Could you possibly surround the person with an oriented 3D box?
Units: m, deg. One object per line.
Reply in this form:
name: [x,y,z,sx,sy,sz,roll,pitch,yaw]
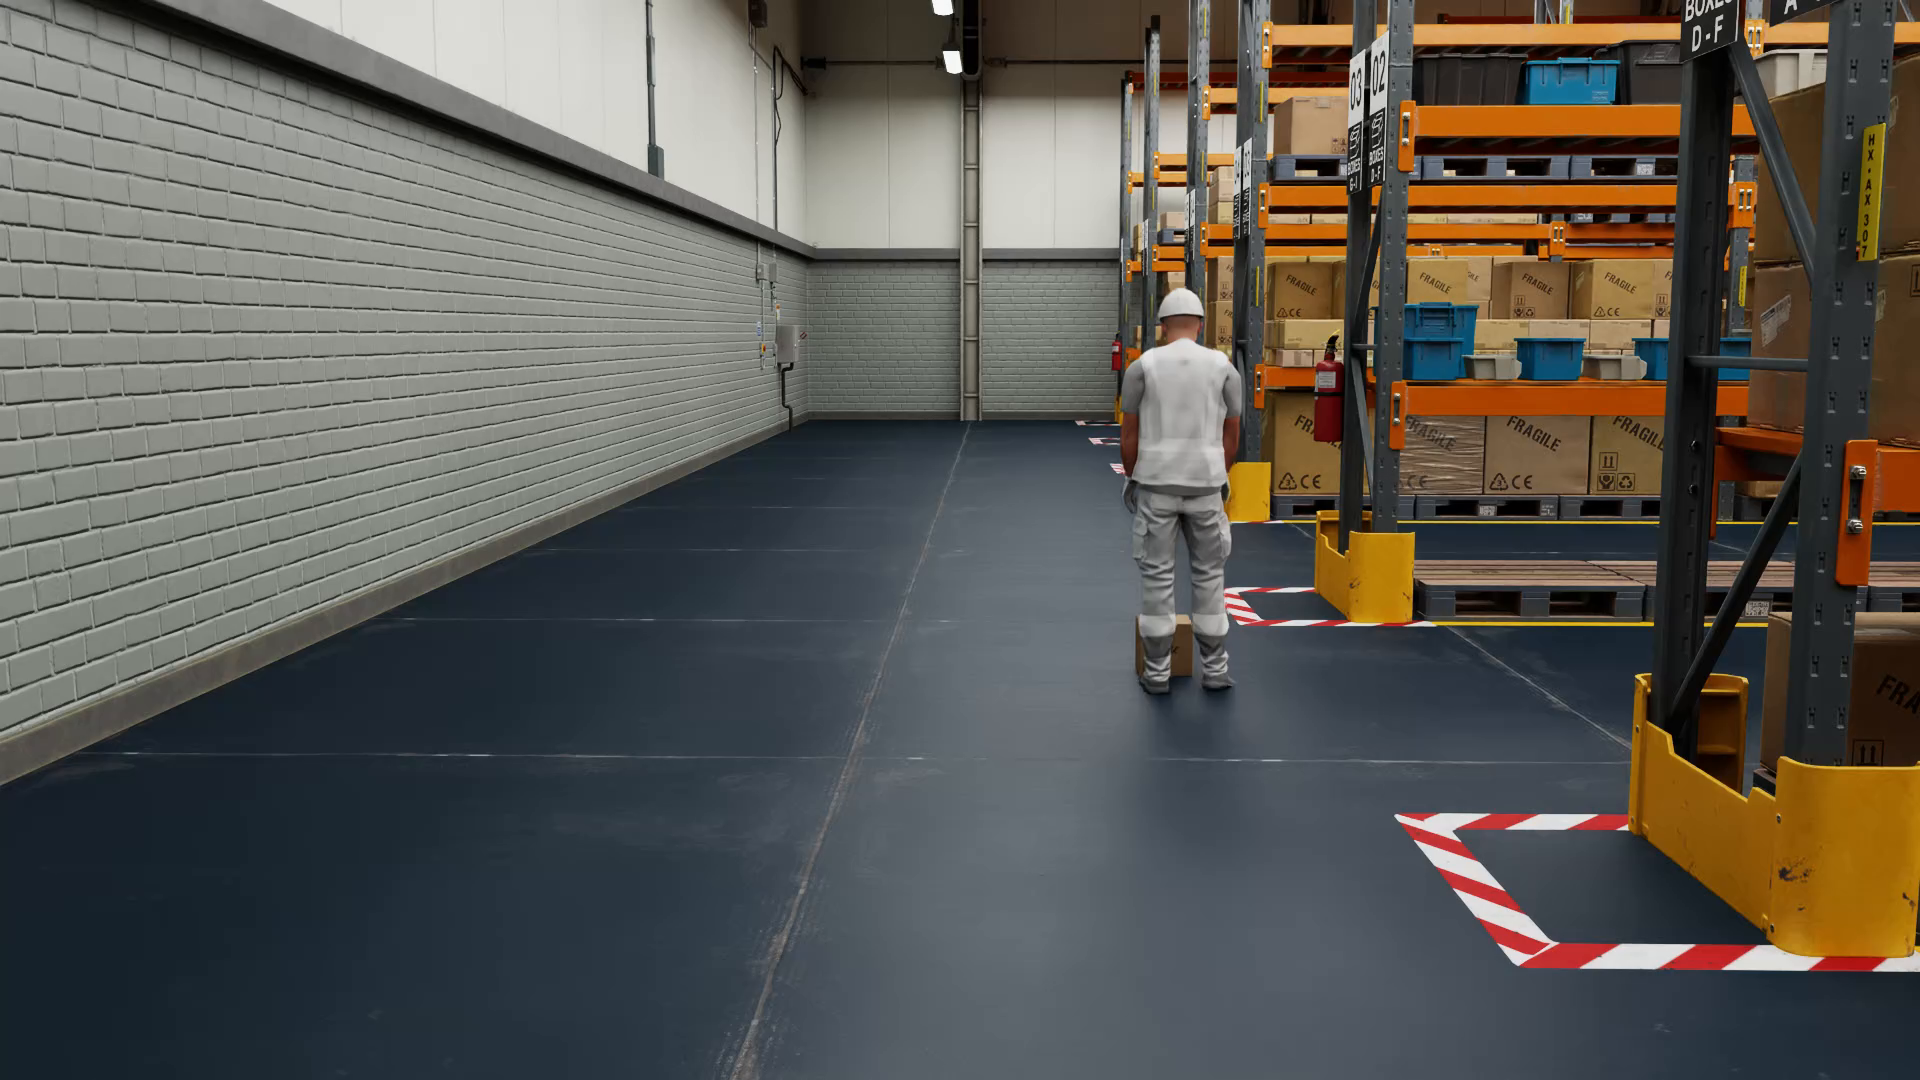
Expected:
person: [0.983,-0.205,7.389,0.560,1.815,0.459,0,7,1]
